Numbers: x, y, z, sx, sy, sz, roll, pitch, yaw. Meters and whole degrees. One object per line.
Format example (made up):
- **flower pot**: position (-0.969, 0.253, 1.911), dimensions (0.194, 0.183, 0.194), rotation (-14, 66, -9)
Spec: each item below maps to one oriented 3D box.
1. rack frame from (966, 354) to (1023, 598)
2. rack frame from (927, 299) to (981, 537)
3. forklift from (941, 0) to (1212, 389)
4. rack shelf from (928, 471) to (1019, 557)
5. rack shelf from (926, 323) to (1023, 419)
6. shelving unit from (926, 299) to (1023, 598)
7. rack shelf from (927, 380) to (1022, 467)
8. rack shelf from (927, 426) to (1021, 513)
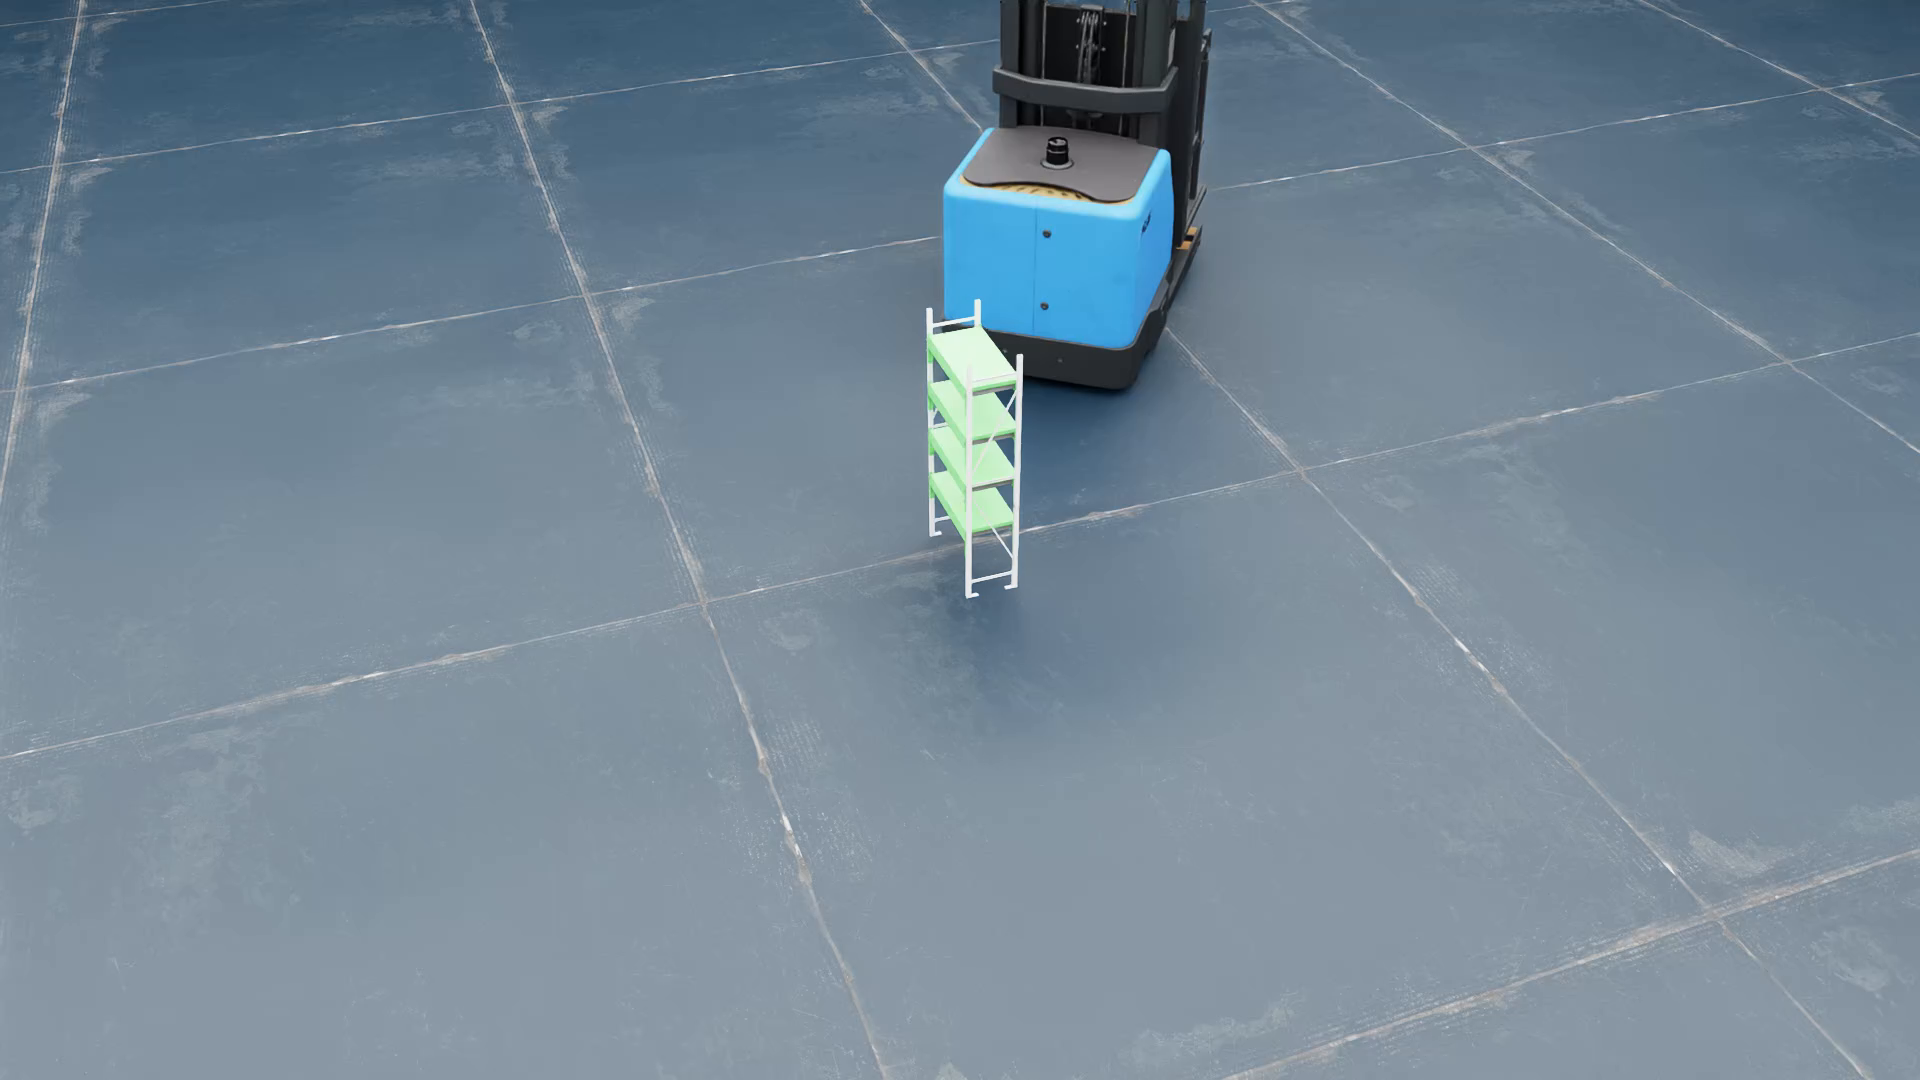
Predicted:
- **rack frame**: position (0.141, -0.248, 7.082), dimensions (0.240, 1.200, 0.015), rotation (-12, 39, -16)
- **rack frame**: position (-0.027, -0.524, 7.448), dimensions (0.240, 1.200, 0.015), rotation (-12, 39, -16)
- **forklift**: position (0.827, -2.847, 9.093), dimensions (1.130, 2.935, 3.031), rotation (11, 38, 14)
- **rack shelf**: position (0.057, -0.143, 7.448), dimensions (0.258, 0.148, 0.480), rotation (-12, 39, -16)
- **rack shelf**: position (0.057, -0.718, 7.015), dimensions (0.258, 0.148, 0.480), rotation (-12, 39, -16)
- **shelving unit**: position (0.057, -0.386, 7.265), dimensions (0.258, 1.200, 0.503), rotation (-12, 39, -16)
- **rack shelf**: position (0.057, -0.526, 7.159), dimensions (0.258, 0.148, 0.480), rotation (-12, 39, -16)
- **rack shelf**: position (0.057, -0.335, 7.303), dimensions (0.258, 0.148, 0.480), rotation (-12, 39, -16)
